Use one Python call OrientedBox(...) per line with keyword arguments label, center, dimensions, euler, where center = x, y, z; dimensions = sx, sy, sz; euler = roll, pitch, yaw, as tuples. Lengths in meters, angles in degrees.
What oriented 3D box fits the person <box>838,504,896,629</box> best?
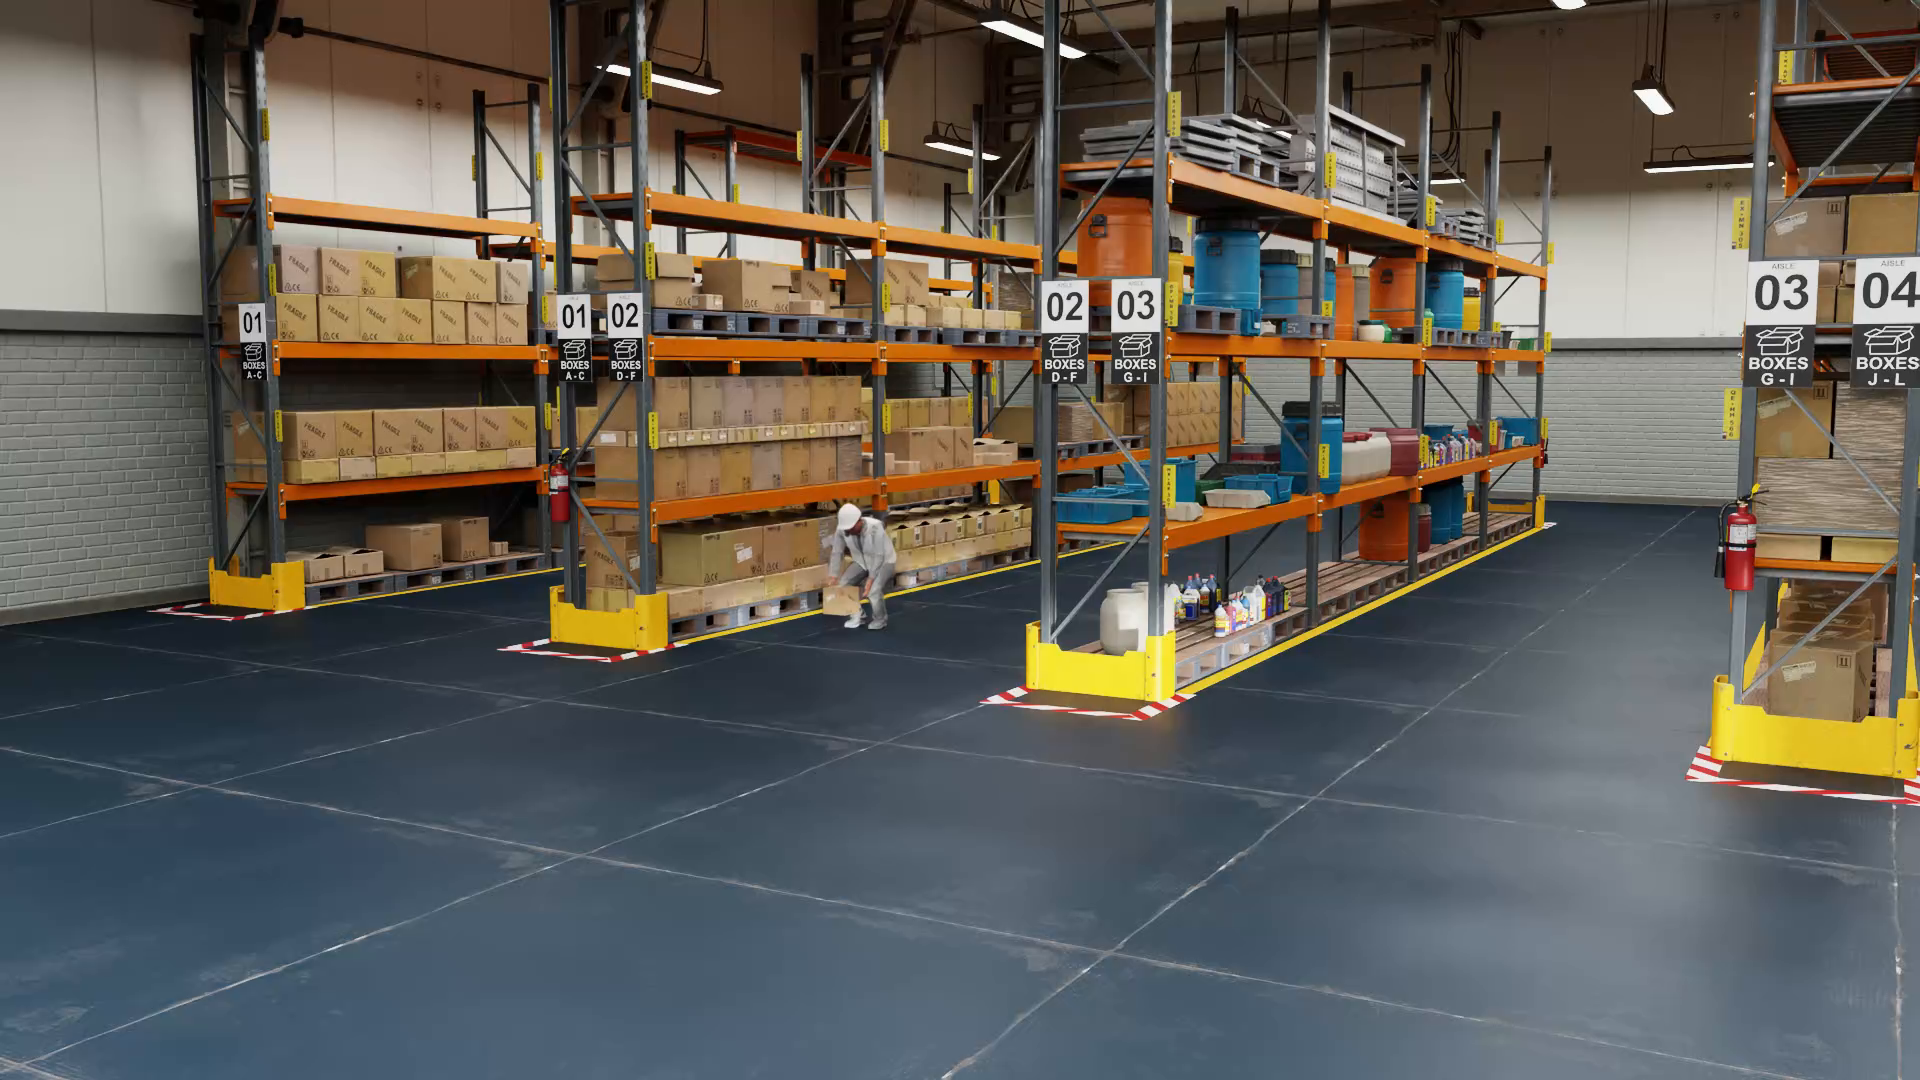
OrientedBox(label="person", center=(-0.951, 0.246, 16.187), dimensions=(0.474, 1.249, 0.837), euler=(3, 7, 28))
